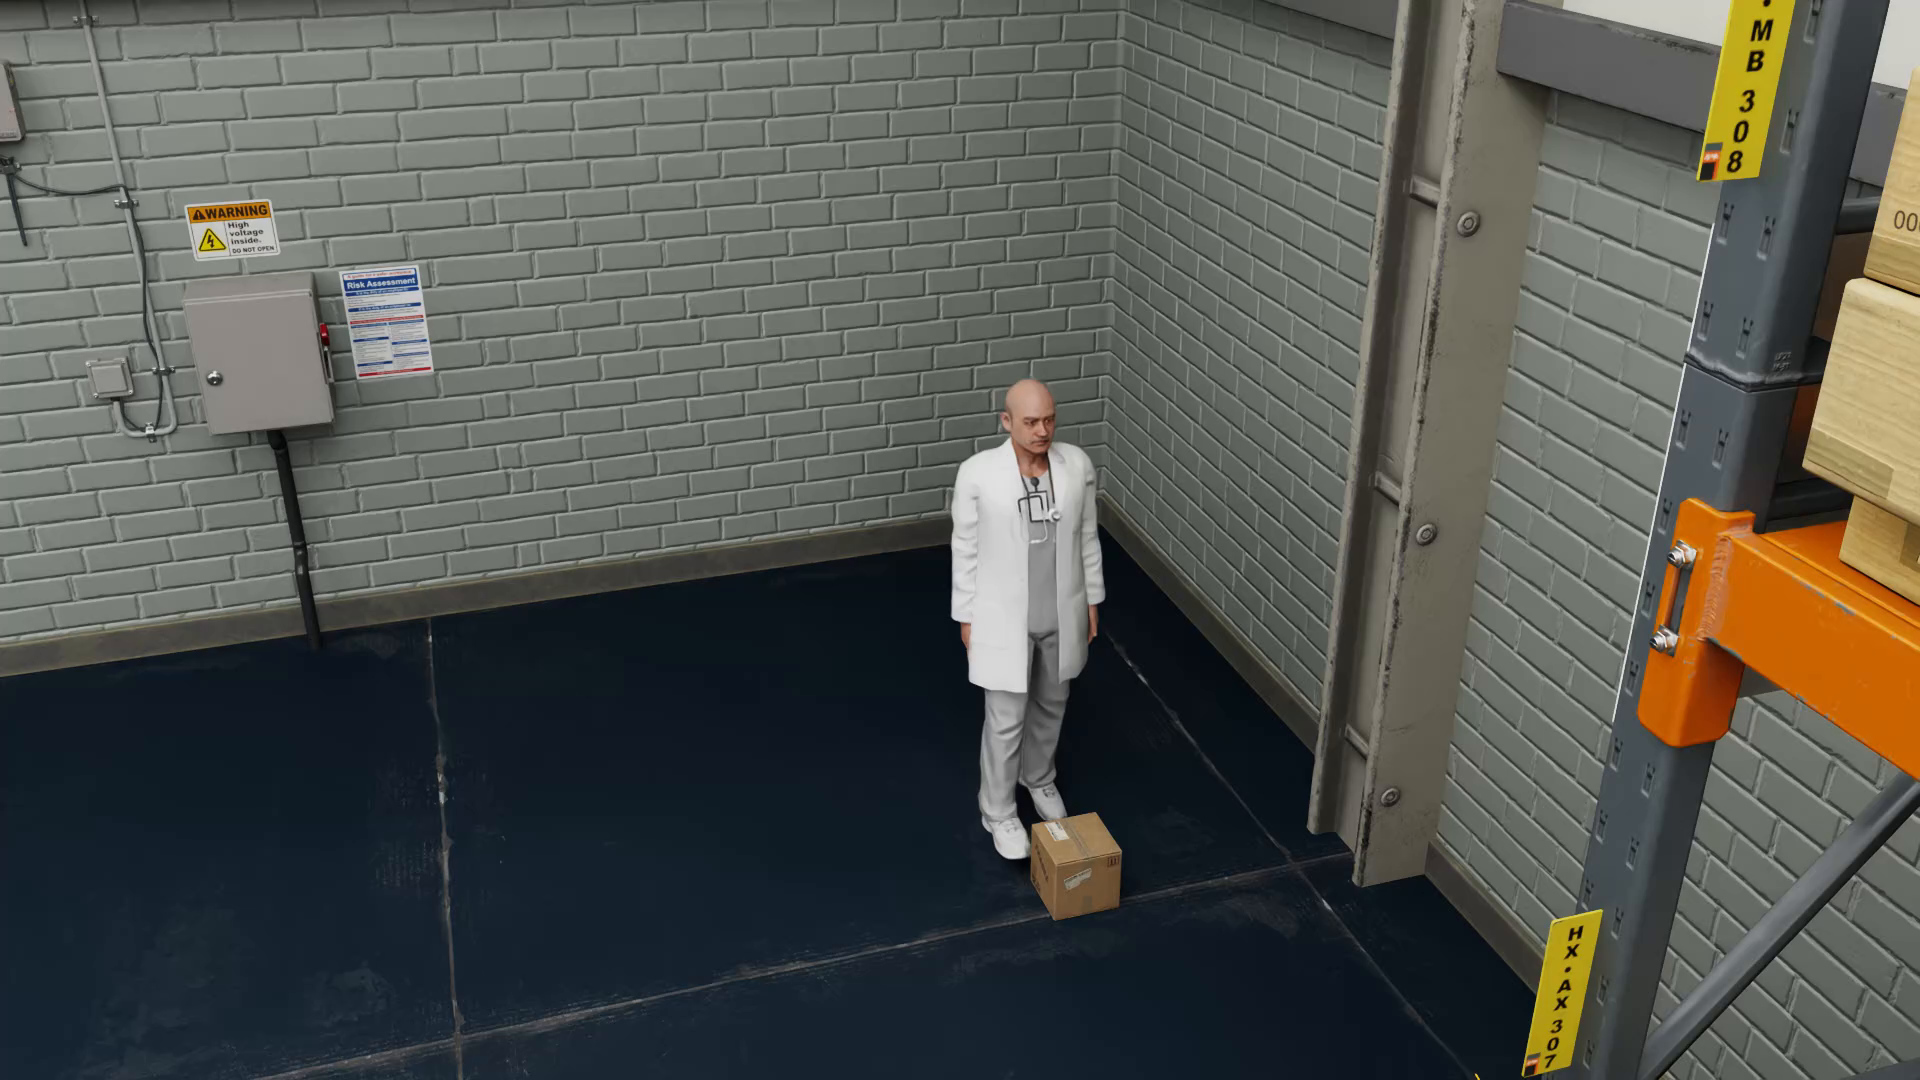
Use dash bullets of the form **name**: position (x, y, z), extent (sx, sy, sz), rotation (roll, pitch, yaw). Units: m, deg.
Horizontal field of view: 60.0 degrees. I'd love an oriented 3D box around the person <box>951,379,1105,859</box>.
- **person**: position (0.269, 0.287, 6.055), extent (0.587, 1.788, 0.596), rotation (-8, 27, -16)
